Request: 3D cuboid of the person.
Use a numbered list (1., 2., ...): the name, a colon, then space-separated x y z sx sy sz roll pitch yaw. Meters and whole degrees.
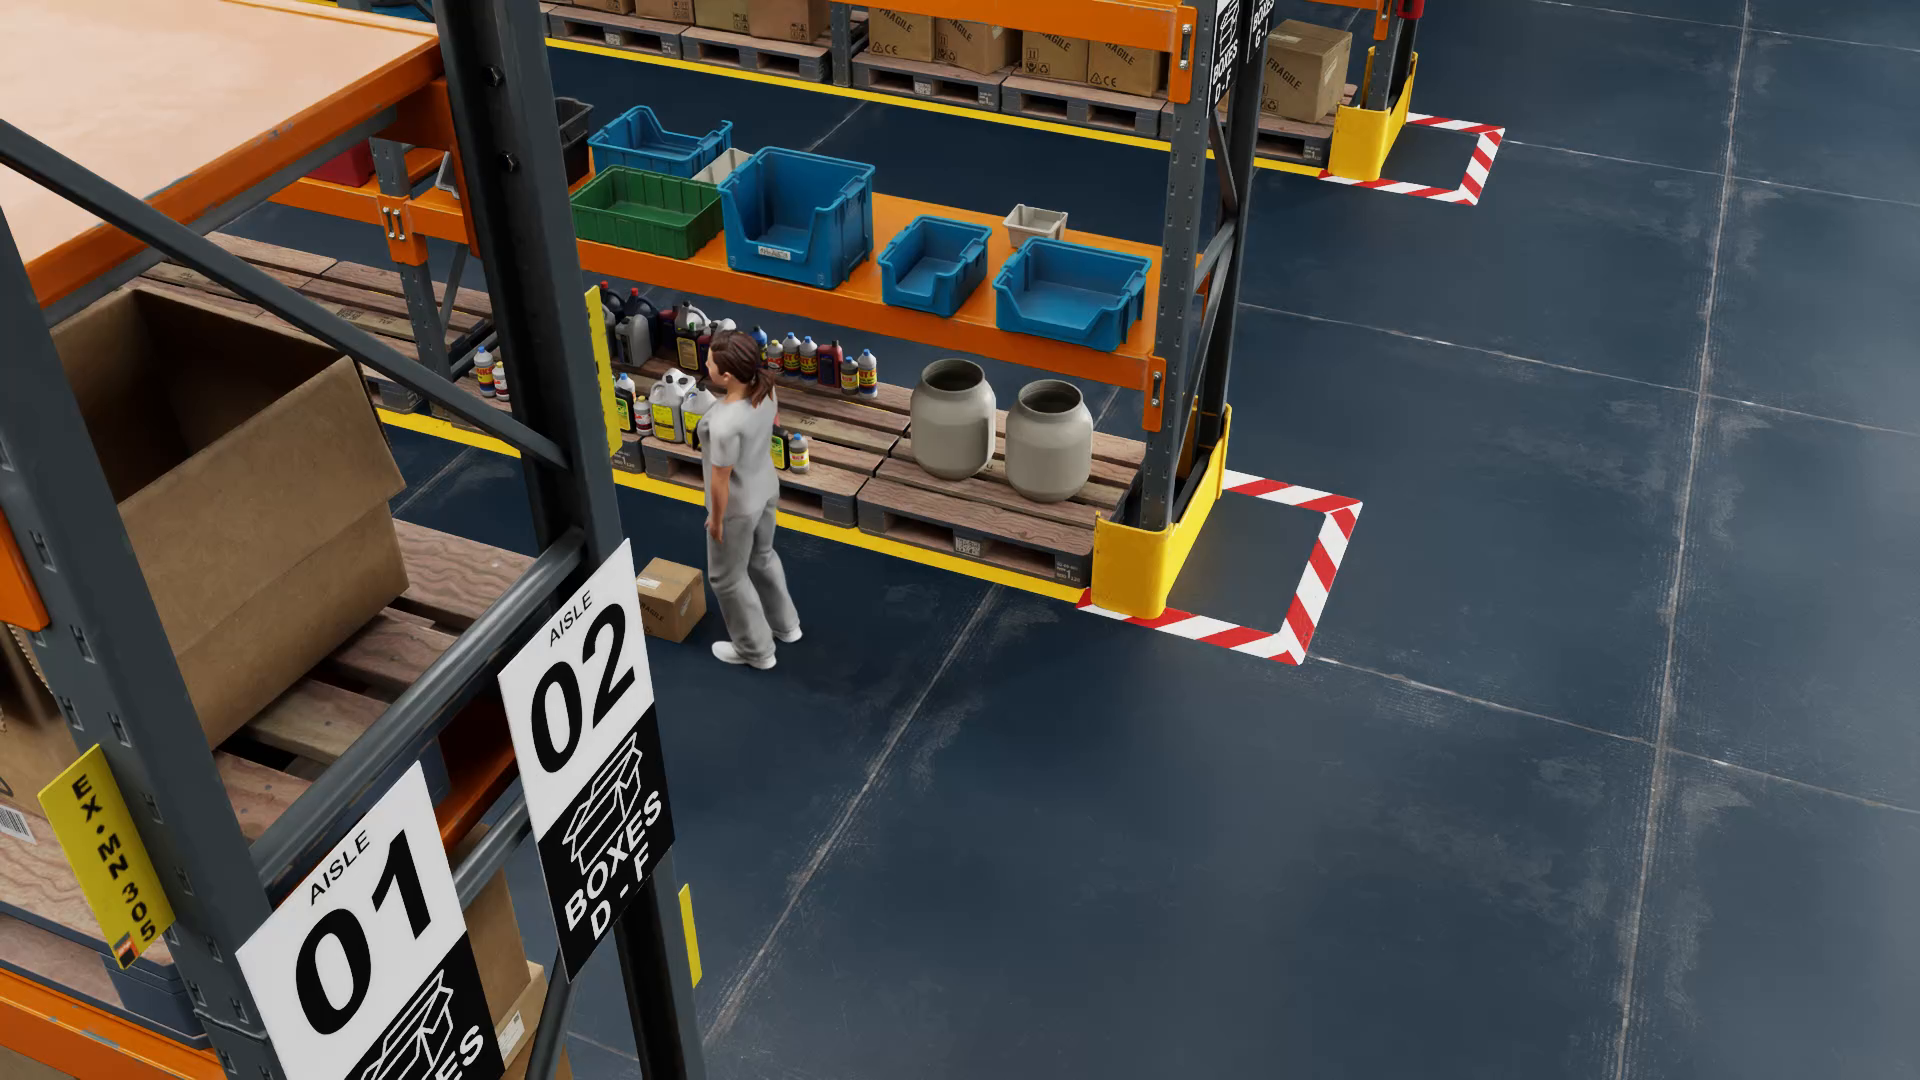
1. person: -0.911 -0.149 7.043 0.373 1.686 0.438 15 40 19
